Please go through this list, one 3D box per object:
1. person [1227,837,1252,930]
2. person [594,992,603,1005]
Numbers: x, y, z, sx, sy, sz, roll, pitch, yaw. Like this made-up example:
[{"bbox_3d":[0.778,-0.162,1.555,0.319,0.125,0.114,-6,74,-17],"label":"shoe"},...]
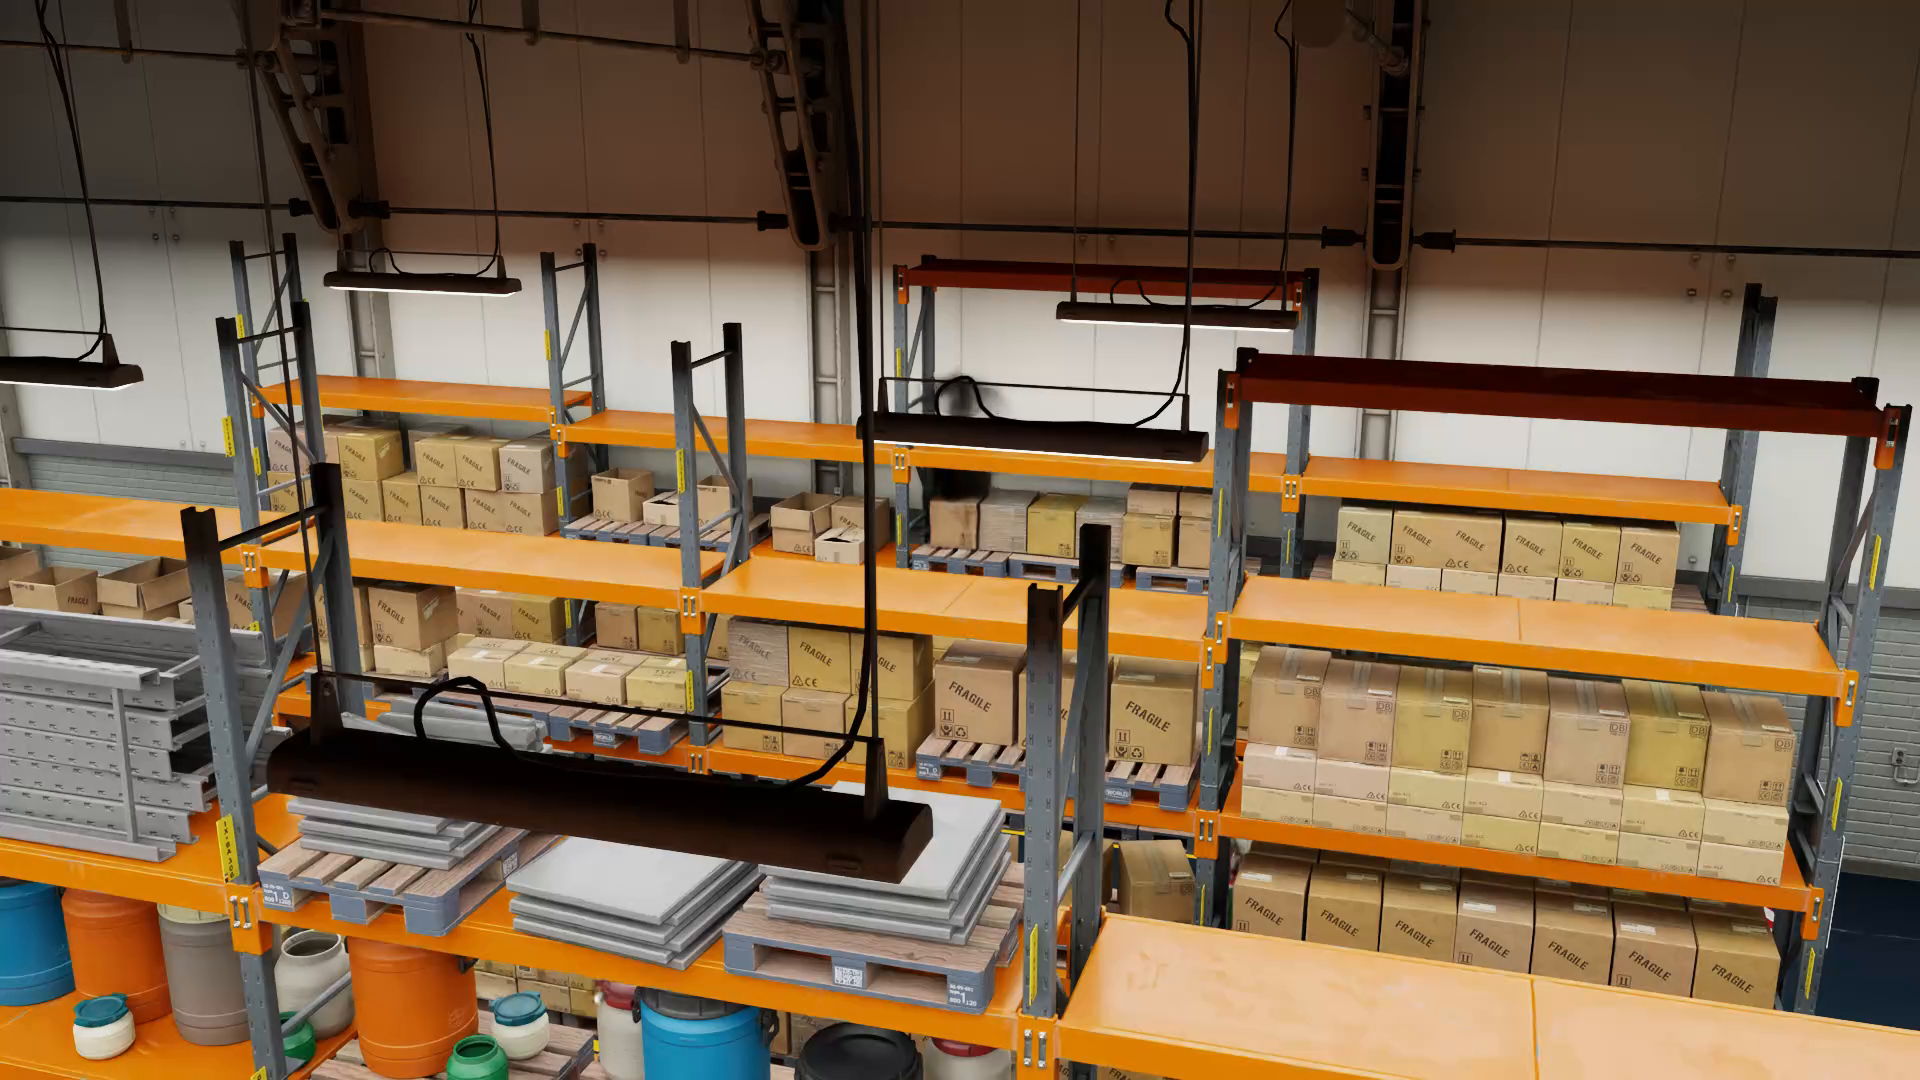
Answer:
[{"bbox_3d":[2.485,3.078,14.943,0.655,1.735,0.686,7,18,23],"label":"person"},{"bbox_3d":[-2.102,3.990,11.984,1.017,1.725,0.733,2,16,6],"label":"person"}]
